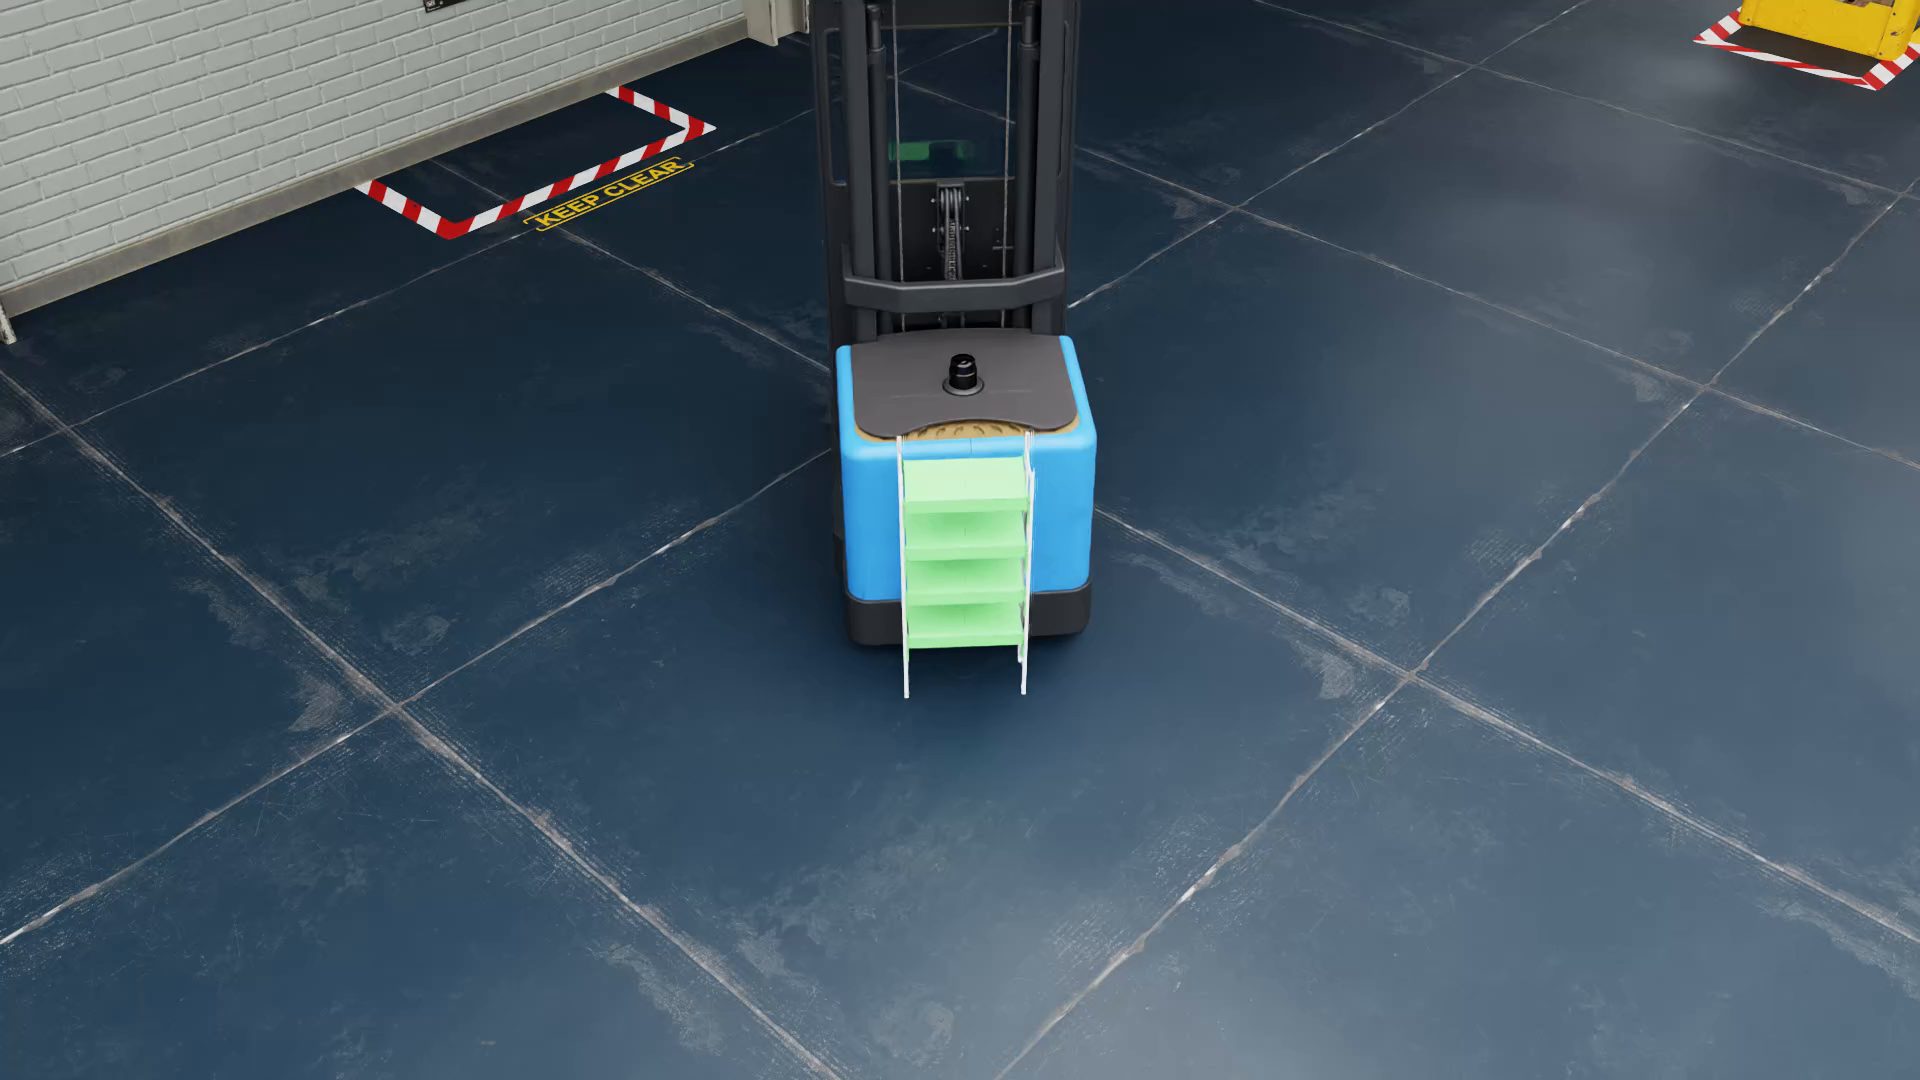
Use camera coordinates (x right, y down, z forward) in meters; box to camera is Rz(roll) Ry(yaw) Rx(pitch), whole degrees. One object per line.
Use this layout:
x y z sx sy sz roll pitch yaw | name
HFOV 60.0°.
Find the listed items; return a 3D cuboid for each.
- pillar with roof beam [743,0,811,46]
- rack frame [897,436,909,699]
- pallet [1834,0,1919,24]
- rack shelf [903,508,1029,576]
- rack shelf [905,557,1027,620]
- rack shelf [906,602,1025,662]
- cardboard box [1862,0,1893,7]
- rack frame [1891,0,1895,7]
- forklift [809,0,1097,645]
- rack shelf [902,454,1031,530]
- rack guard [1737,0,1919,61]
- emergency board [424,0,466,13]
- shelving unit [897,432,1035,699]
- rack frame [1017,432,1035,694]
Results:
1.807 -5.539 7.485 9.100 9.000 0.400 30 47 32 | pillar with roof beam
-0.227 0.133 6.607 0.015 1.200 0.240 -2 42 -2 | rack frame
6.987 -4.269 12.949 1.003 0.211 1.213 30 47 32 | pallet
0.018 -0.006 6.499 0.480 0.148 0.258 -2 42 -2 | rack shelf
0.017 0.173 6.659 0.480 0.148 0.258 -2 42 -2 | rack shelf
0.016 0.352 6.819 0.480 0.148 0.258 -2 42 -2 | rack shelf
7.028 -4.233 12.535 0.500 0.250 0.500 30 47 32 | cardboard box
6.502 -4.992 11.618 1.000 3.000 0.127 30 47 32 | rack frame
-0.082 -1.604 7.412 1.130 2.935 3.031 -3 39 -4 | forklift
0.018 -0.185 6.339 0.480 0.148 0.258 -2 42 -2 | rack shelf
6.486 -4.002 12.382 1.175 0.500 0.348 30 47 32 | rack guard
-3.086 -3.883 10.223 0.157 1.169 0.626 30 47 32 | emergency board
0.017 0.125 6.617 0.503 1.200 0.258 -2 42 -2 | shelving unit
0.261 0.117 6.627 0.015 1.200 0.240 -2 42 -2 | rack frame
